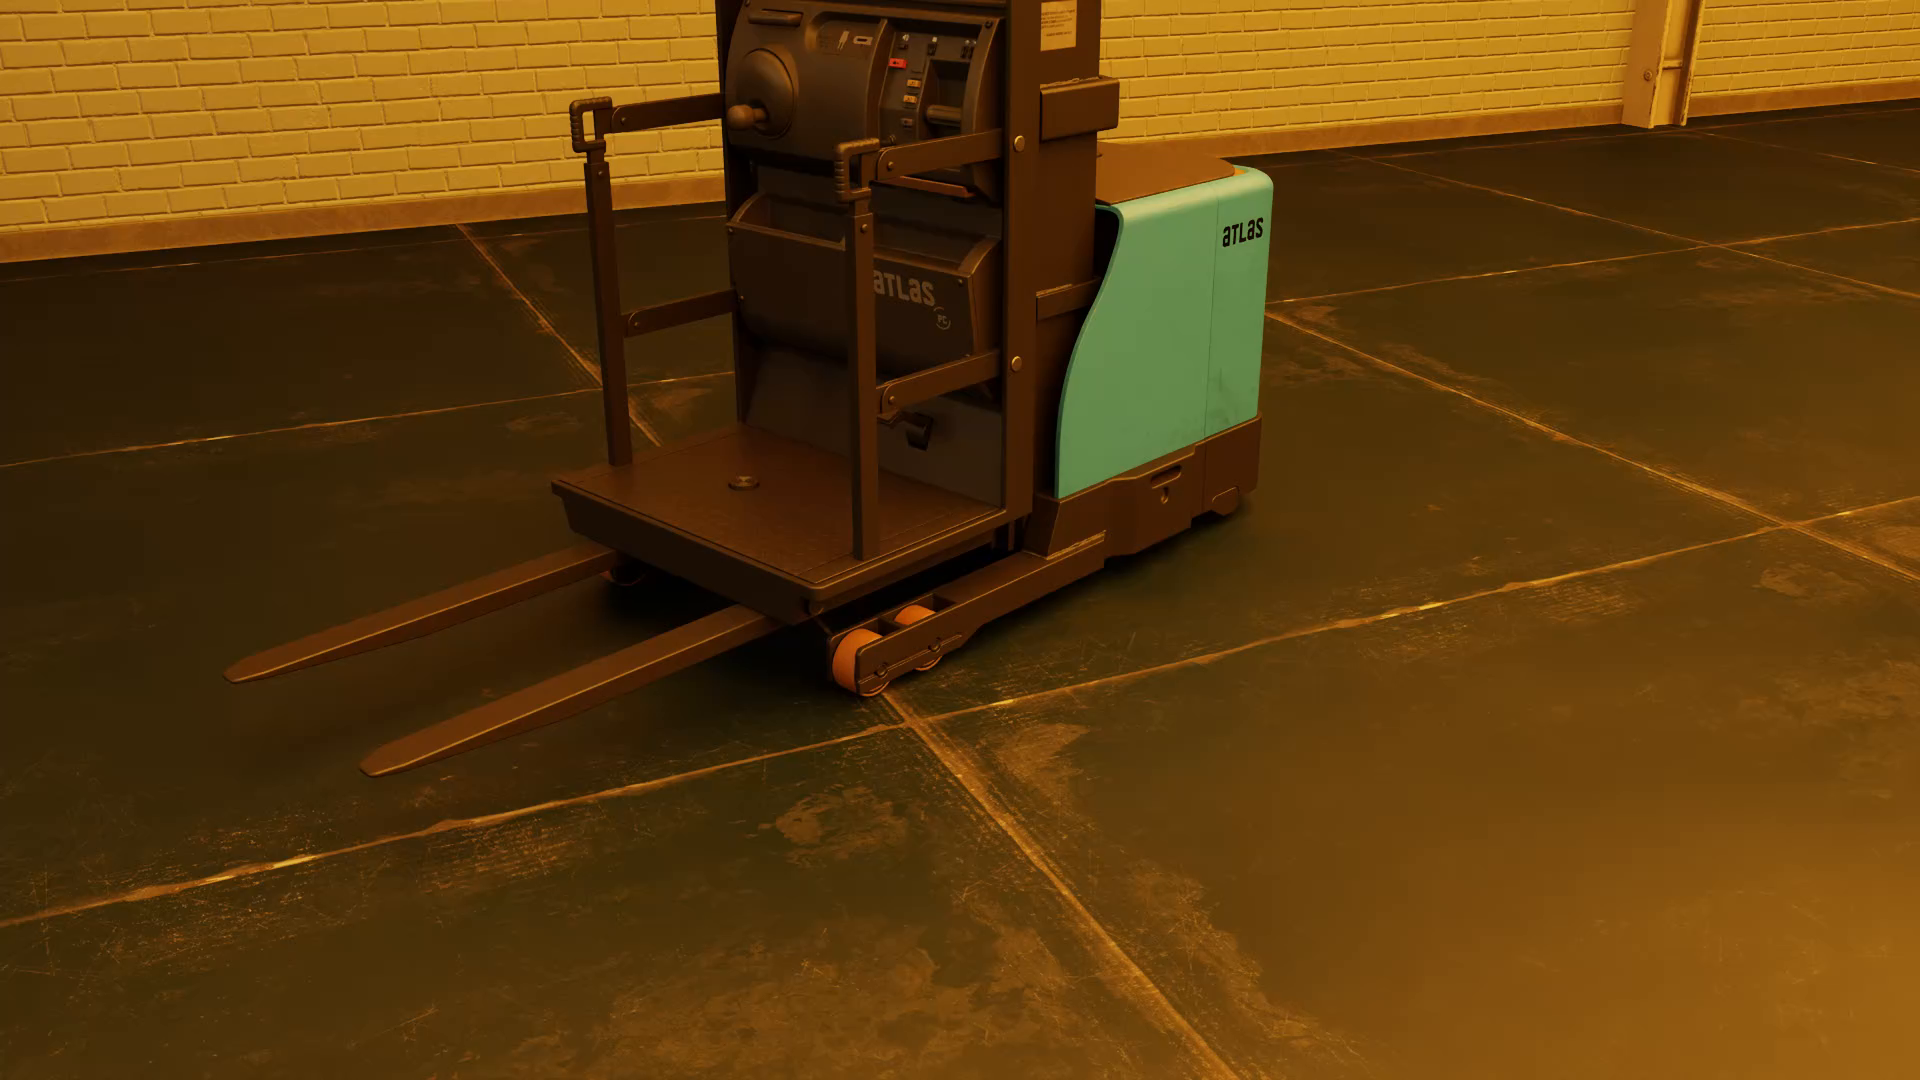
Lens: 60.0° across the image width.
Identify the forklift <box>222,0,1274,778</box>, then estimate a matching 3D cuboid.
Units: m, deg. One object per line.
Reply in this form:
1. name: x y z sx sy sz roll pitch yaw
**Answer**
1. forklift: -0.413 -1.182 4.131 1.130 2.935 3.031 19 29 39
